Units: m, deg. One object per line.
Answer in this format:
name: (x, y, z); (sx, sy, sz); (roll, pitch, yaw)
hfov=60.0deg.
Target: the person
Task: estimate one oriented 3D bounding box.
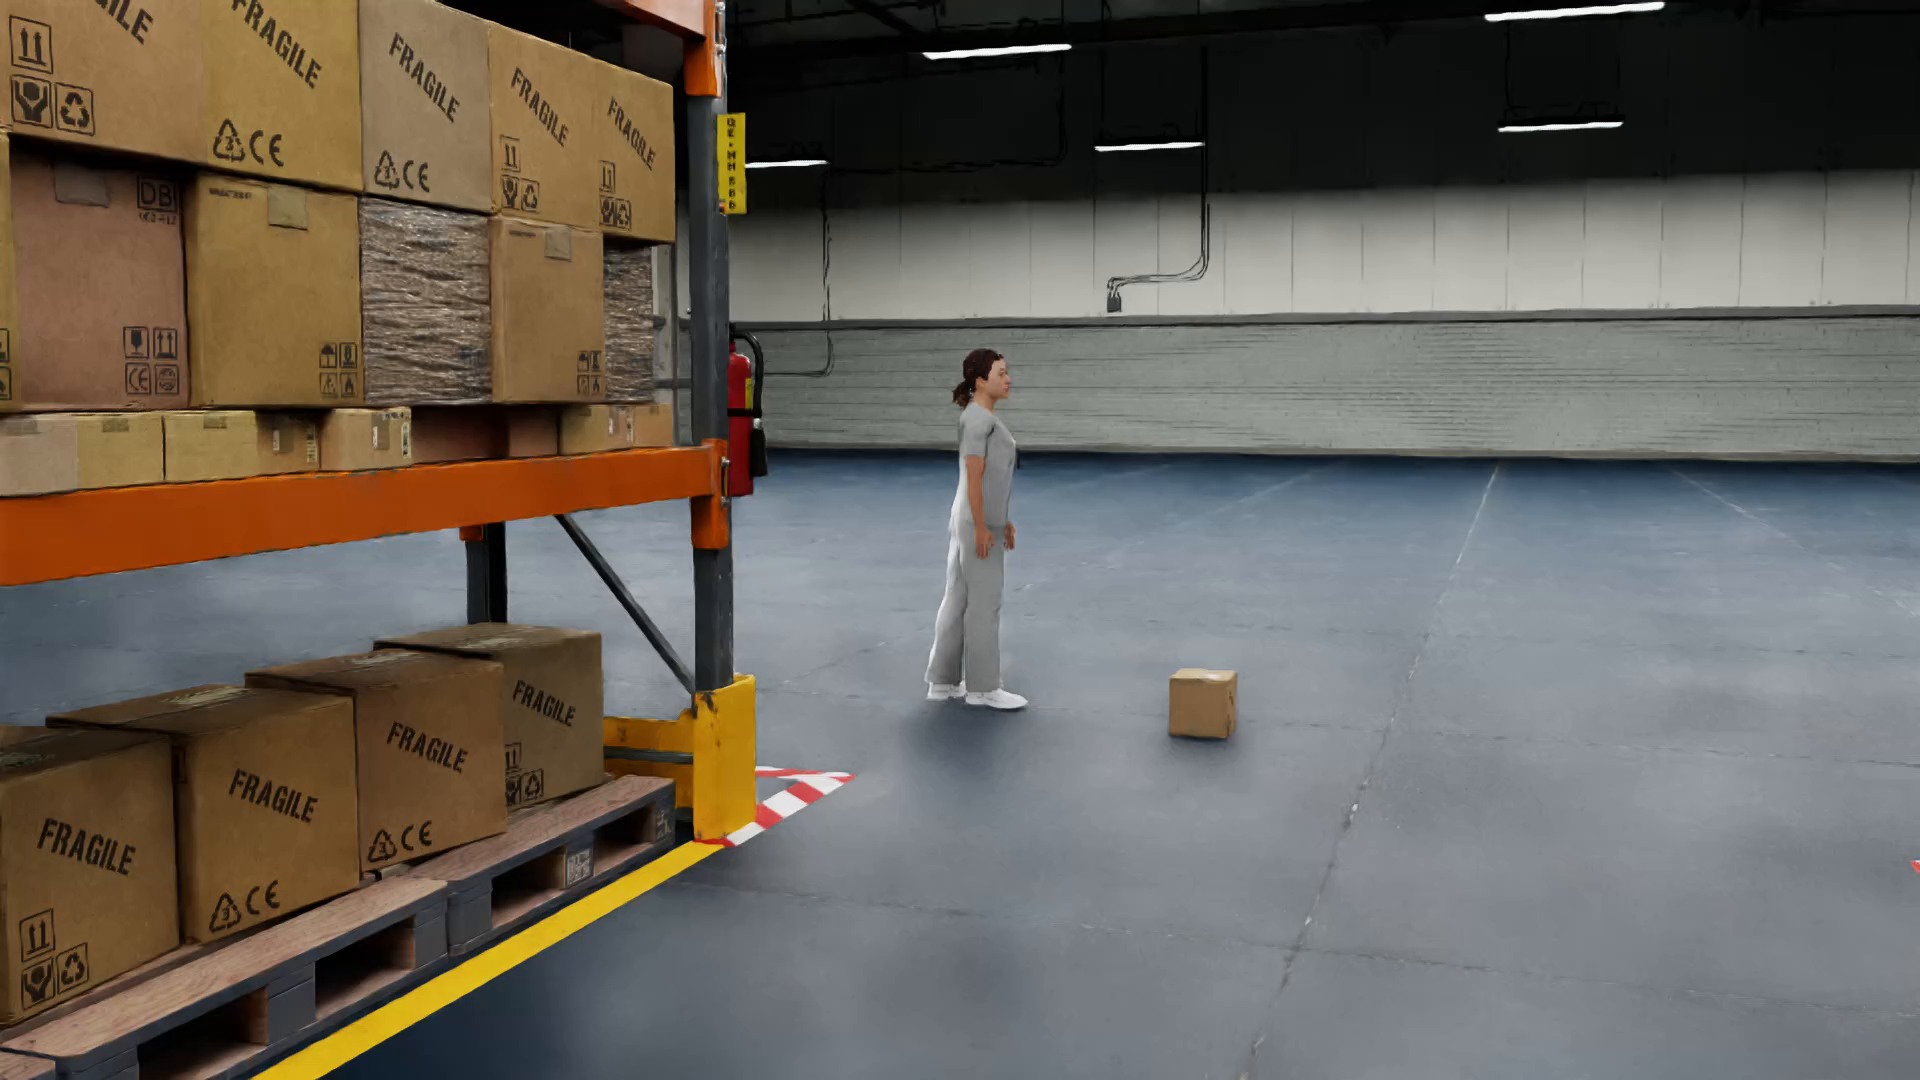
person: (0.063, -0.056, 7.794); (0.478, 1.676, 0.450); (-1, 5, -6)
